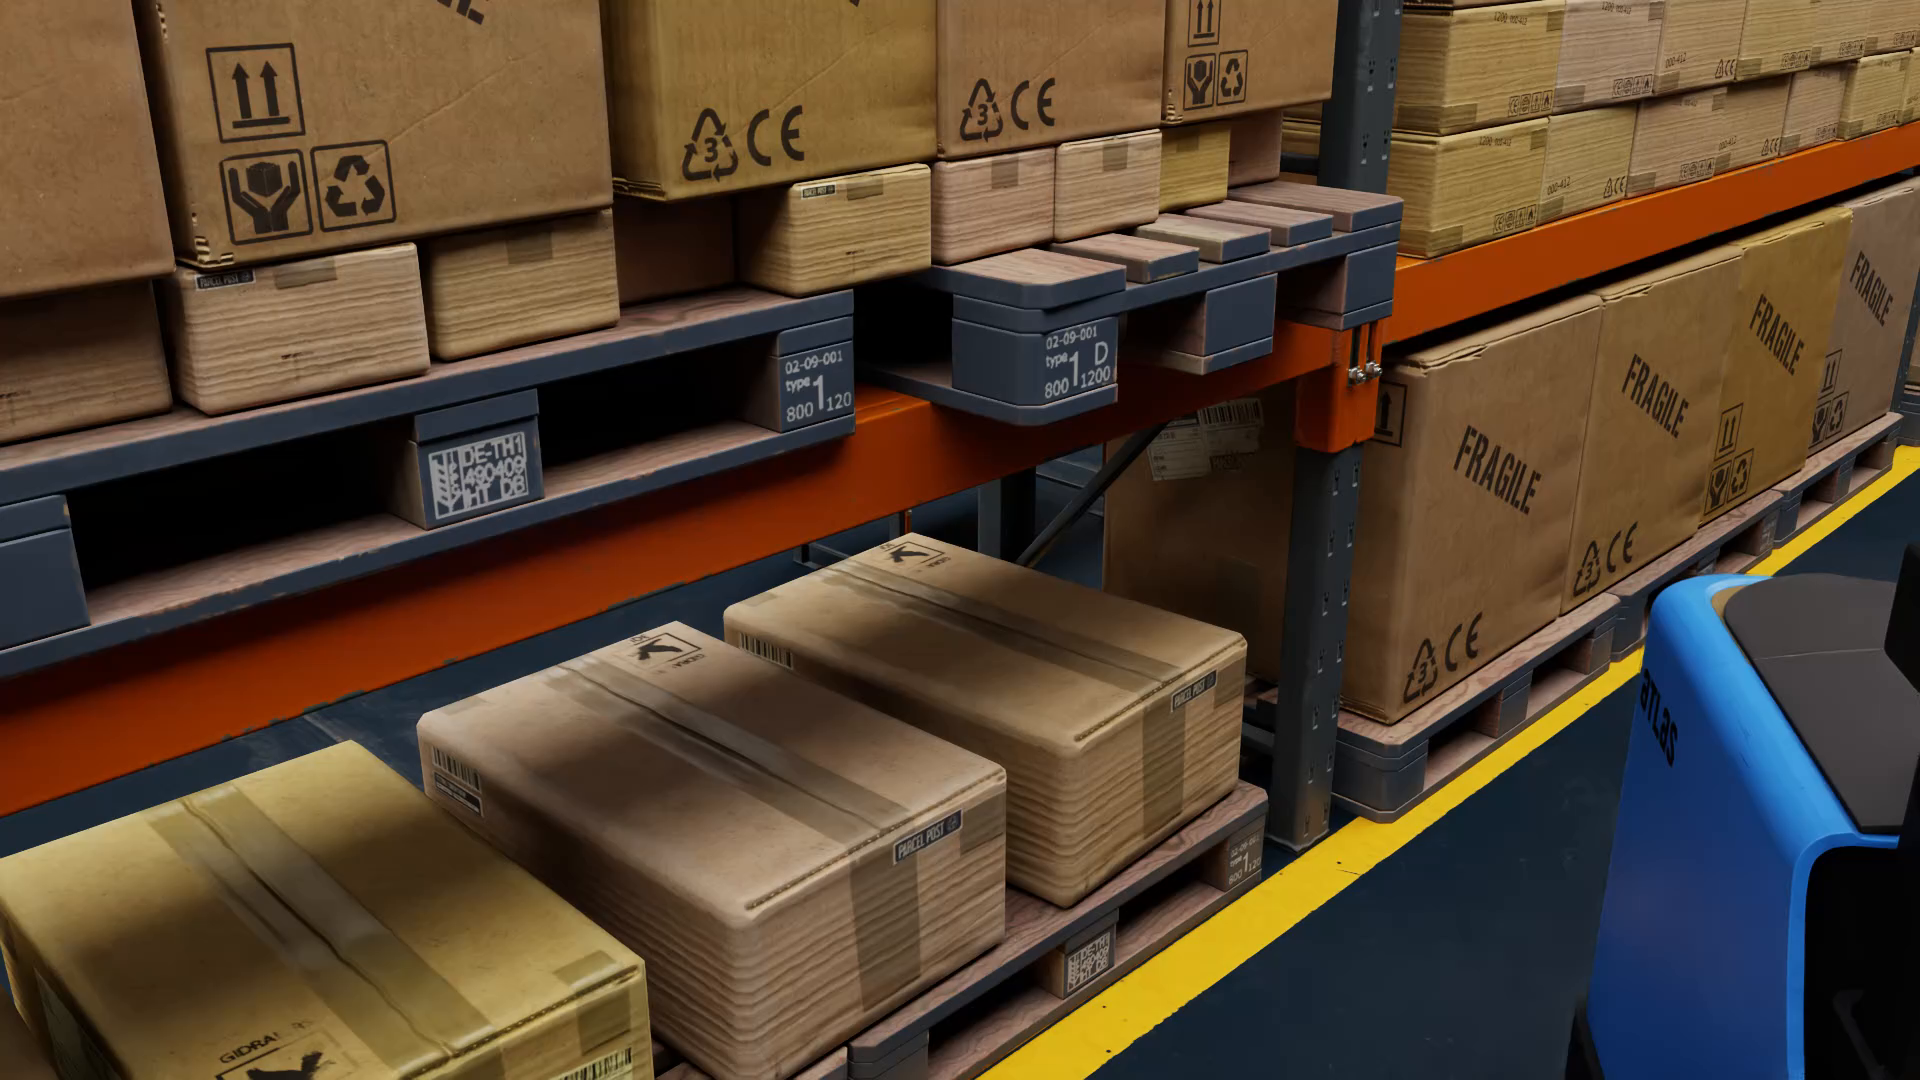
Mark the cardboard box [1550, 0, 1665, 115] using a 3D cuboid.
[{"bbox_3d":[1.335,-1.196,4.018,0.500,0.250,0.500,-19,28,-41],"label":"cardboard box"}]

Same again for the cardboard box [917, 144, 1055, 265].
[{"bbox_3d":[-0.077,-0.542,2.567,0.380,0.149,0.250,18,27,38],"label":"cardboard box"}]

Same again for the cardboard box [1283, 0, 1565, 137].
[{"bbox_3d":[0.974,-1.063,3.673,0.500,0.250,0.500,19,28,40],"label":"cardboard box"}]

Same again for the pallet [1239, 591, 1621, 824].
[{"bbox_3d":[1.048,0.286,4.536,1.003,0.211,1.213,19,28,41],"label":"pallet"}]

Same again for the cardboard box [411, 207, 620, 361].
[{"bbox_3d":[-0.641,-0.349,2.067,0.380,0.149,0.250,18,27,39],"label":"cardboard box"}]

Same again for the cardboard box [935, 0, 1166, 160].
[{"bbox_3d":[-0.027,-0.891,2.573,0.500,0.500,0.500,19,28,40],"label":"cardboard box"}]

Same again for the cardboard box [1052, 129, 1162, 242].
[{"bbox_3d":[0.105,-0.604,2.731,0.380,0.149,0.250,19,28,40],"label":"cardboard box"}]

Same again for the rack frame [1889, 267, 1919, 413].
[{"bbox_3d":[3.234,-1.860,6.232,1.000,3.000,0.127,19,28,41],"label":"rack frame"}]

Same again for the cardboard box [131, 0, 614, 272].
[{"bbox_3d":[-0.760,-0.621,1.870,0.500,0.500,0.500,18,27,39],"label":"cardboard box"}]

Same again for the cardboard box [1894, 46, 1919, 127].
[{"bbox_3d":[3.102,-1.611,5.795,0.500,0.250,0.500,18,28,39],"label":"cardboard box"}]

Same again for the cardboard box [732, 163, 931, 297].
[{"bbox_3d":[-0.259,-0.467,2.374,0.250,0.149,0.380,-20,28,-41],"label":"cardboard box"}]

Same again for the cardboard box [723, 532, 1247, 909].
[{"bbox_3d":[0.042,0.342,3.582,0.950,0.372,0.625,17,27,37],"label":"cardboard box"}]

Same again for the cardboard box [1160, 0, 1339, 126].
[{"bbox_3d":[0.326,-1.027,2.926,0.500,0.500,0.500,18,28,39],"label":"cardboard box"}]

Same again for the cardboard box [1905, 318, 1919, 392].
[{"bbox_3d":[3.749,-0.994,6.967,0.875,0.438,0.875,19,28,40],"label":"cardboard box"}]

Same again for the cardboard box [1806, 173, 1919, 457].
[{"bbox_3d":[2.859,-0.885,6.072,0.875,0.875,0.875,-19,28,-40],"label":"cardboard box"}]

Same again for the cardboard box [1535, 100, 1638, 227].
[{"bbox_3d":[1.311,-0.961,4.103,0.500,0.250,0.500,18,28,39],"label":"cardboard box"}]

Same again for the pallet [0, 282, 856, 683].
[{"bbox_3d":[-0.908,-0.223,2.241,1.003,0.211,1.213,19,28,41],"label":"pallet"}]

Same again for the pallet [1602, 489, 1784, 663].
[{"bbox_3d":[1.899,-0.026,5.348,1.003,0.211,1.213,19,28,41],"label":"pallet"}]

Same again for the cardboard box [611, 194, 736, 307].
[{"bbox_3d":[-0.524,-0.434,2.288,0.380,0.149,0.250,20,28,41],"label":"cardboard box"}]

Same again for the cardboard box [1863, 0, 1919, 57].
[{"bbox_3d":[2.757,-1.719,5.377,0.500,0.250,0.500,-19,28,-41],"label":"cardboard box"}]

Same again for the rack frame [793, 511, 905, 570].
[{"bbox_3d":[-0.350,-0.396,5.037,0.500,1.125,0.032,19,28,41],"label":"rack frame"}]

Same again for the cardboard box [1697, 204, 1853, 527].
[{"bbox_3d":[2.234,-0.651,5.462,0.875,0.875,0.875,-19,28,-40],"label":"cardboard box"}]

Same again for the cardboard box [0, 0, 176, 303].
[{"bbox_3d":[-1.111,-0.486,1.519,0.500,0.500,0.500,19,28,40],"label":"cardboard box"}]

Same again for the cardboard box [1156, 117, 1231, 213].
[{"bbox_3d":[0.248,-0.680,2.928,0.250,0.149,0.380,-20,28,-41],"label":"cardboard box"}]

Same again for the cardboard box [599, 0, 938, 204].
[{"bbox_3d":[-0.378,-0.761,2.234,0.500,0.500,0.500,17,27,37],"label":"cardboard box"}]

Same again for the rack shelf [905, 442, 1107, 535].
[{"bbox_3d":[0.005,-0.299,5.465,0.538,0.278,1.000,19,28,41],"label":"rack shelf"}]

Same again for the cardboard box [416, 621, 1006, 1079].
[{"bbox_3d":[-0.467,0.533,3.083,0.950,0.372,0.625,19,28,40],"label":"cardboard box"}]

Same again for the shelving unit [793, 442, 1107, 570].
[{"bbox_3d":[0.005,-0.527,5.377,0.538,1.125,1.048,19,28,41],"label":"shelving unit"}]

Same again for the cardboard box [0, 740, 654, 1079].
[{"bbox_3d":[-1.000,0.727,2.580,0.625,0.372,0.950,-19,28,-40],"label":"cardboard box"}]

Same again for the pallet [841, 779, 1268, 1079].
[{"bbox_3d":[-0.103,0.670,3.536,1.003,0.211,1.213,19,28,41],"label":"pallet"}]

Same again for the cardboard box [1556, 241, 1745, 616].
[{"bbox_3d":[1.610,-0.421,4.865,0.875,0.875,0.875,20,29,41],"label":"cardboard box"}]

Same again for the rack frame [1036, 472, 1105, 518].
[{"bbox_3d":[0.359,-0.657,5.717,0.500,1.125,0.032,19,28,41],"label":"rack frame"}]

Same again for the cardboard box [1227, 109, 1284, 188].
[{"bbox_3d":[0.383,-0.767,3.155,0.250,0.149,0.380,-19,28,-40],"label":"cardboard box"}]

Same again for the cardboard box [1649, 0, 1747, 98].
[{"bbox_3d":[1.692,-1.321,4.343,0.500,0.250,0.500,19,28,40],"label":"cardboard box"}]

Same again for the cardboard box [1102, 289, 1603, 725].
[{"bbox_3d":[0.985,-0.193,4.271,0.875,0.875,0.875,19,28,40],"label":"cardboard box"}]

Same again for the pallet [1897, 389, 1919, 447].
[{"bbox_3d":[3.821,-0.734,7.190,1.003,0.211,1.213,19,28,41],"label":"pallet"}]

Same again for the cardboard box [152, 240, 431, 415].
[{"bbox_3d":[-0.806,-0.273,1.869,0.250,0.149,0.380,-19,28,-40],"label":"cardboard box"}]

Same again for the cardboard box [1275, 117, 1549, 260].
[{"bbox_3d":[0.965,-0.824,3.748,0.500,0.250,0.500,19,28,40],"label":"cardboard box"}]

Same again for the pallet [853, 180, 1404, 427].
[{"bbox_3d":[0.023,-0.532,3.046,1.213,0.211,1.003,19,28,41],"label":"pallet"}]

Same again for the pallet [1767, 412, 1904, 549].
[{"bbox_3d":[2.750,-0.341,6.168,1.003,0.211,1.213,19,28,41],"label":"pallet"}]

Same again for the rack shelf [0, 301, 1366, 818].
[{"bbox_3d":[-0.952,0.018,2.349,1.077,0.370,4.000,19,28,41],"label":"rack shelf"}]

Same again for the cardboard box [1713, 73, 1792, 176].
[{"bbox_3d":[2.023,-1.222,4.782,0.500,0.250,0.500,19,28,41],"label":"cardboard box"}]

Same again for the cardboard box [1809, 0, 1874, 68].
[{"bbox_3d":[2.400,-1.584,5.027,0.500,0.250,0.500,-19,28,-41],"label":"cardboard box"}]

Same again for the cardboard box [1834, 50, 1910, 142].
[{"bbox_3d":[2.746,-1.481,5.455,0.500,0.250,0.500,19,28,40],"label":"cardboard box"}]

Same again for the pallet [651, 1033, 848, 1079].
[{"bbox_3d":[-0.954,0.983,2.724,1.003,0.211,1.213,19,28,41],"label":"pallet"}]

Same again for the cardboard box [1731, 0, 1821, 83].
[{"bbox_3d":[2.055,-1.448,4.673,0.500,0.250,0.500,-20,28,-41],"label":"cardboard box"}]

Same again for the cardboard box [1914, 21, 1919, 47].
[{"bbox_3d":[3.101,-1.849,5.717,0.500,0.250,0.500,19,28,41],"label":"cardboard box"}]

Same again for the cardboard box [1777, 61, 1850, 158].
[{"bbox_3d":[2.380,-1.356,5.130,0.500,0.250,0.500,18,28,39],"label":"cardboard box"}]

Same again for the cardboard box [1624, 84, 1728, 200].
[{"bbox_3d":[1.681,-1.094,4.450,0.500,0.250,0.500,-19,28,-40],"label":"cardboard box"}]

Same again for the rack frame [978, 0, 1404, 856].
[{"bbox_3d":[0.444,-0.832,3.557,1.000,3.000,0.127,19,28,41],"label":"rack frame"}]

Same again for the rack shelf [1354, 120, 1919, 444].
[{"bbox_3d":[1.839,-1.010,5.024,1.077,0.370,4.000,19,28,41],"label":"rack shelf"}]

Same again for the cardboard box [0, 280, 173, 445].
[{"bbox_3d":[-1.028,-0.218,1.725,0.380,0.149,0.250,20,28,41],"label":"cardboard box"}]

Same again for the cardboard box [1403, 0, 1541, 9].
[{"bbox_3d":[0.963,-1.411,3.531,0.500,0.500,0.500,18,27,39],"label":"cardboard box"}]
